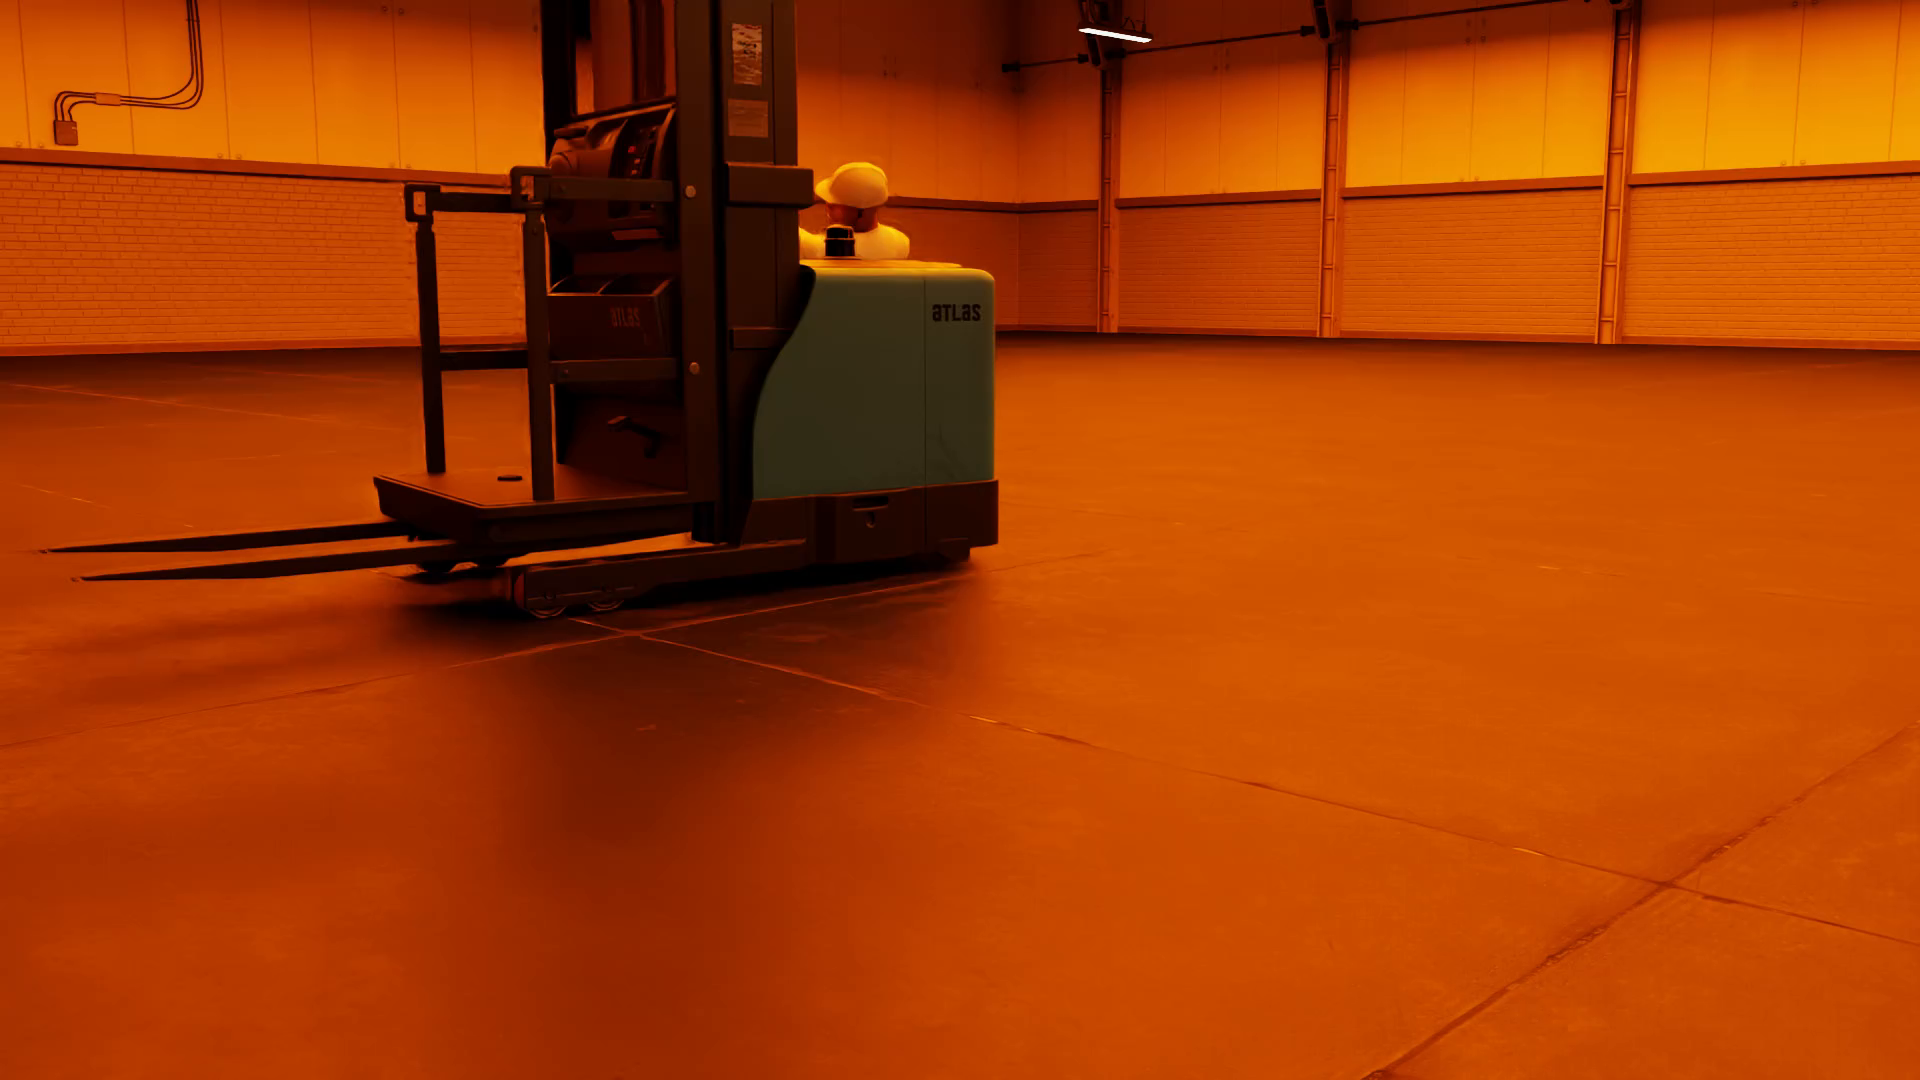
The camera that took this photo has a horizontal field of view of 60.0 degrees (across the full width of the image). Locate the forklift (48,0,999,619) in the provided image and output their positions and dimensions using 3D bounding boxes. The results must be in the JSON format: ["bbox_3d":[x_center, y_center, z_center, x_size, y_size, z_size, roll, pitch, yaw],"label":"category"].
[{"bbox_3d":[-1.351,-1.296,5.481,3.031,2.935,1.130,-6,11,-35],"label":"forklift"}]

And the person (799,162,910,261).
[{"bbox_3d":[-0.497,-0.854,7.124,0.738,1.523,1.118,4,9,24],"label":"person"}]
